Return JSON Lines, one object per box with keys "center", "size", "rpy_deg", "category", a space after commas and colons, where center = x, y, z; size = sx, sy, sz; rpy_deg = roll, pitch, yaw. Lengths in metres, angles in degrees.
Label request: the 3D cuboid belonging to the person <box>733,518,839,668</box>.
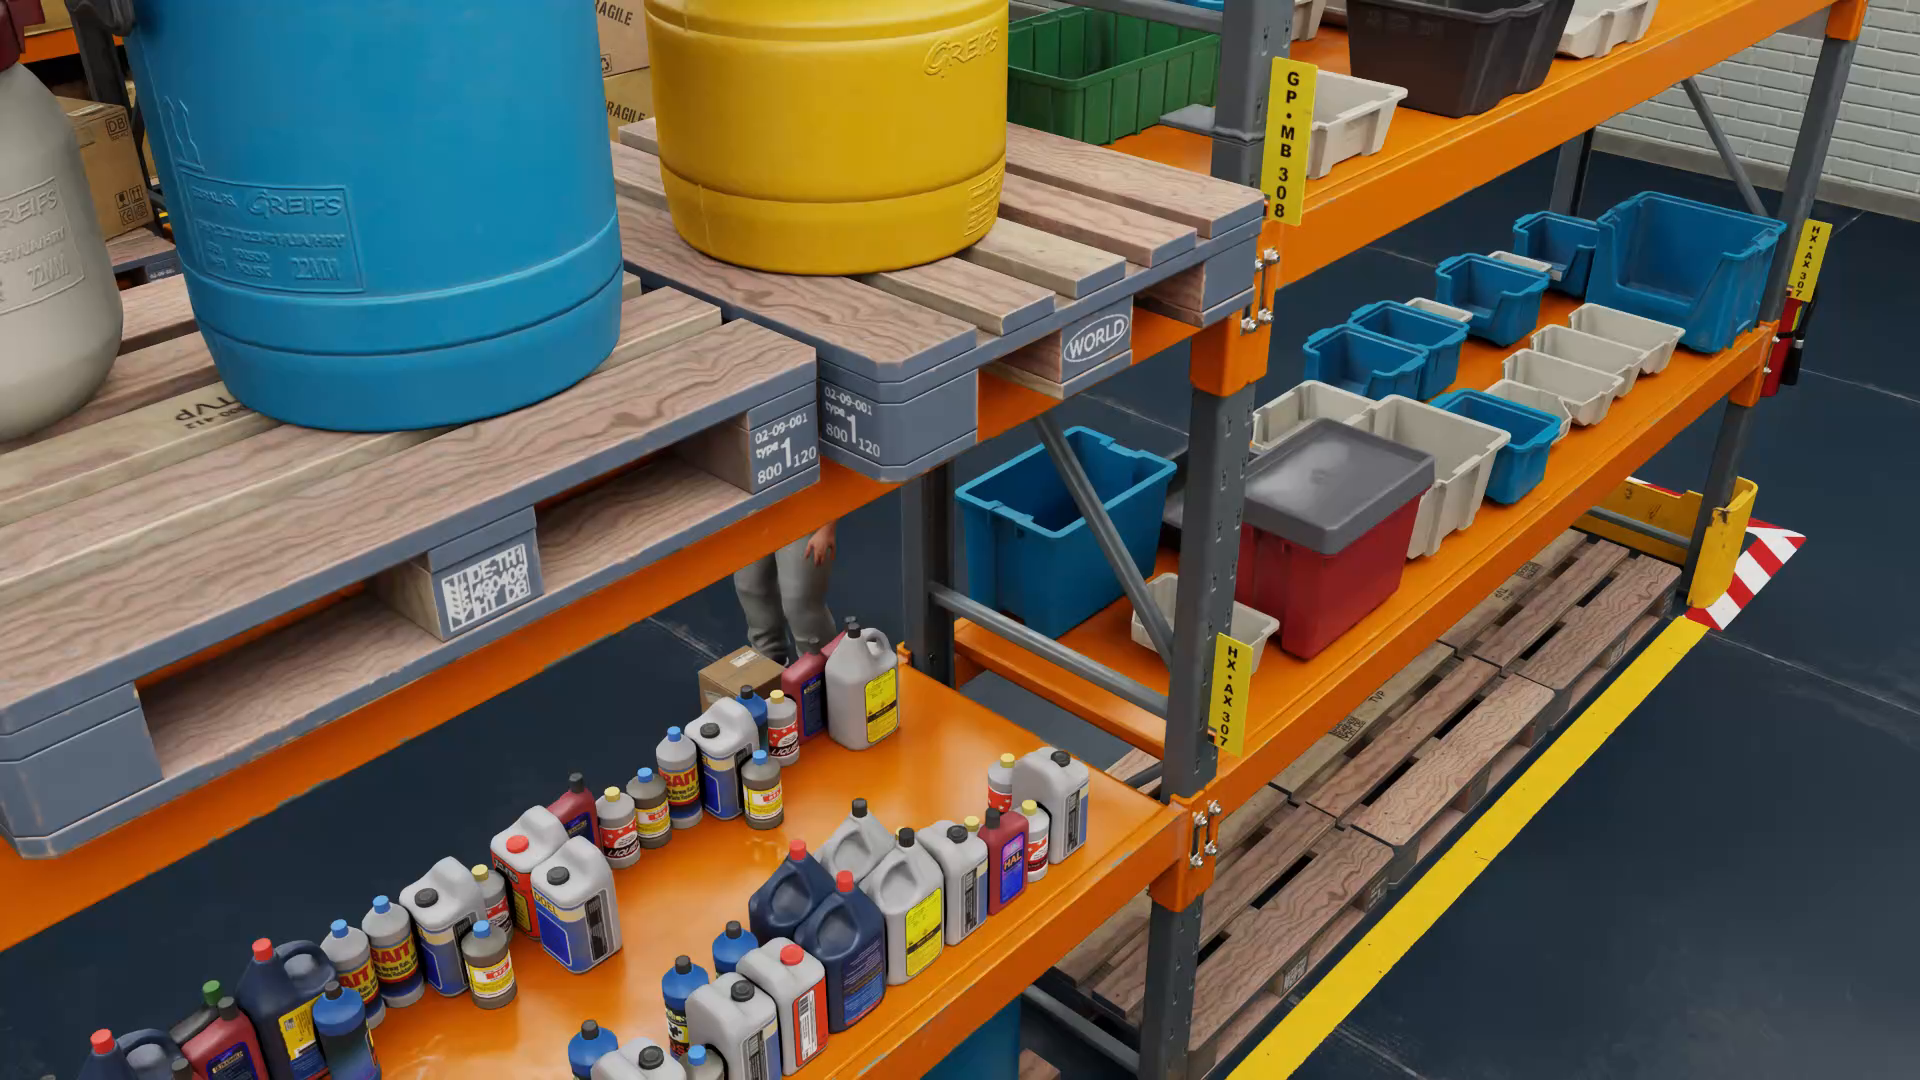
{"center": [-0.668, -0.133, 6.345], "size": [0.594, 1.748, 0.434], "rpy_deg": [24, 39, 34], "category": "person"}
